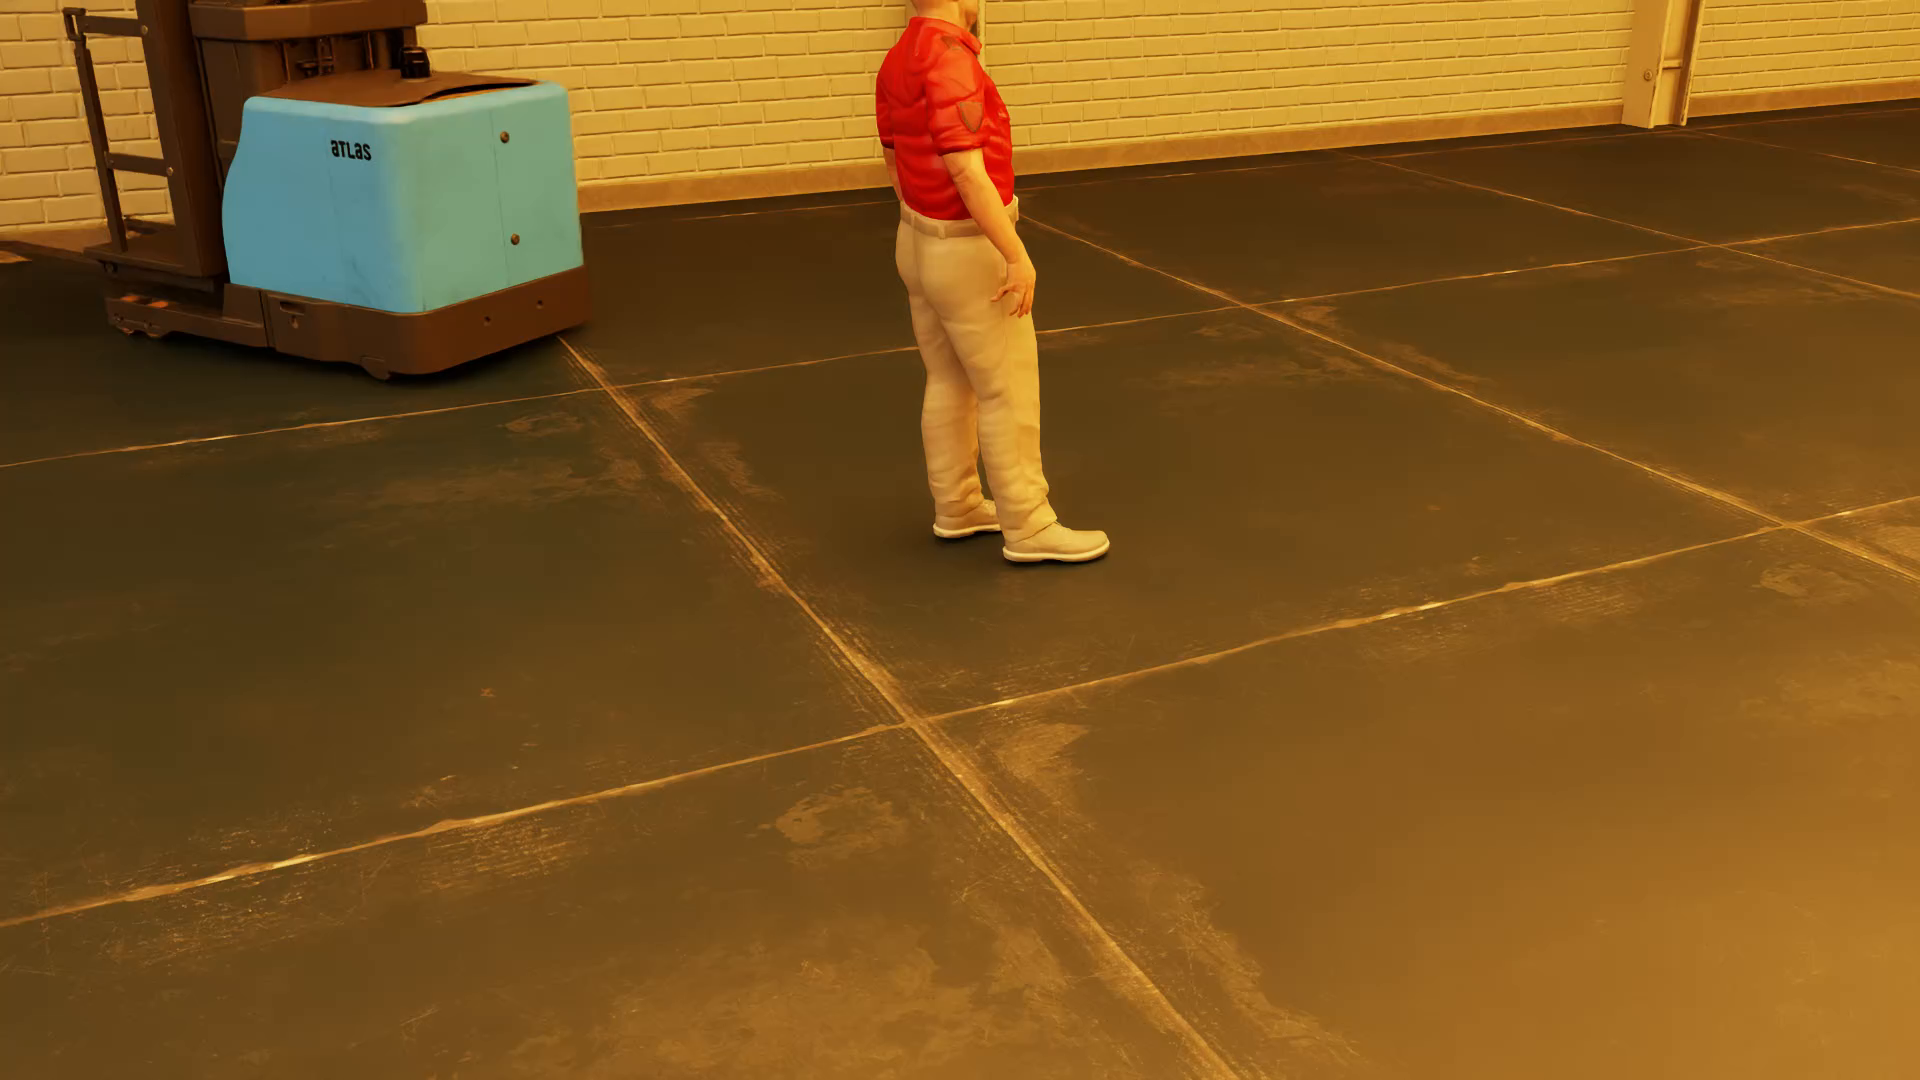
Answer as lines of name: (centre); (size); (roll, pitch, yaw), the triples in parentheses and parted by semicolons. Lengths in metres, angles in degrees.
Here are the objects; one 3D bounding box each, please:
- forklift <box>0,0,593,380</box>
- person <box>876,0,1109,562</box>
forklift: (-3.136, -2.378, 7.012); (3.031, 2.935, 1.130); (12, 26, 27)
person: (0.086, -0.815, 4.797); (0.551, 1.727, 0.640); (-10, 25, -23)
